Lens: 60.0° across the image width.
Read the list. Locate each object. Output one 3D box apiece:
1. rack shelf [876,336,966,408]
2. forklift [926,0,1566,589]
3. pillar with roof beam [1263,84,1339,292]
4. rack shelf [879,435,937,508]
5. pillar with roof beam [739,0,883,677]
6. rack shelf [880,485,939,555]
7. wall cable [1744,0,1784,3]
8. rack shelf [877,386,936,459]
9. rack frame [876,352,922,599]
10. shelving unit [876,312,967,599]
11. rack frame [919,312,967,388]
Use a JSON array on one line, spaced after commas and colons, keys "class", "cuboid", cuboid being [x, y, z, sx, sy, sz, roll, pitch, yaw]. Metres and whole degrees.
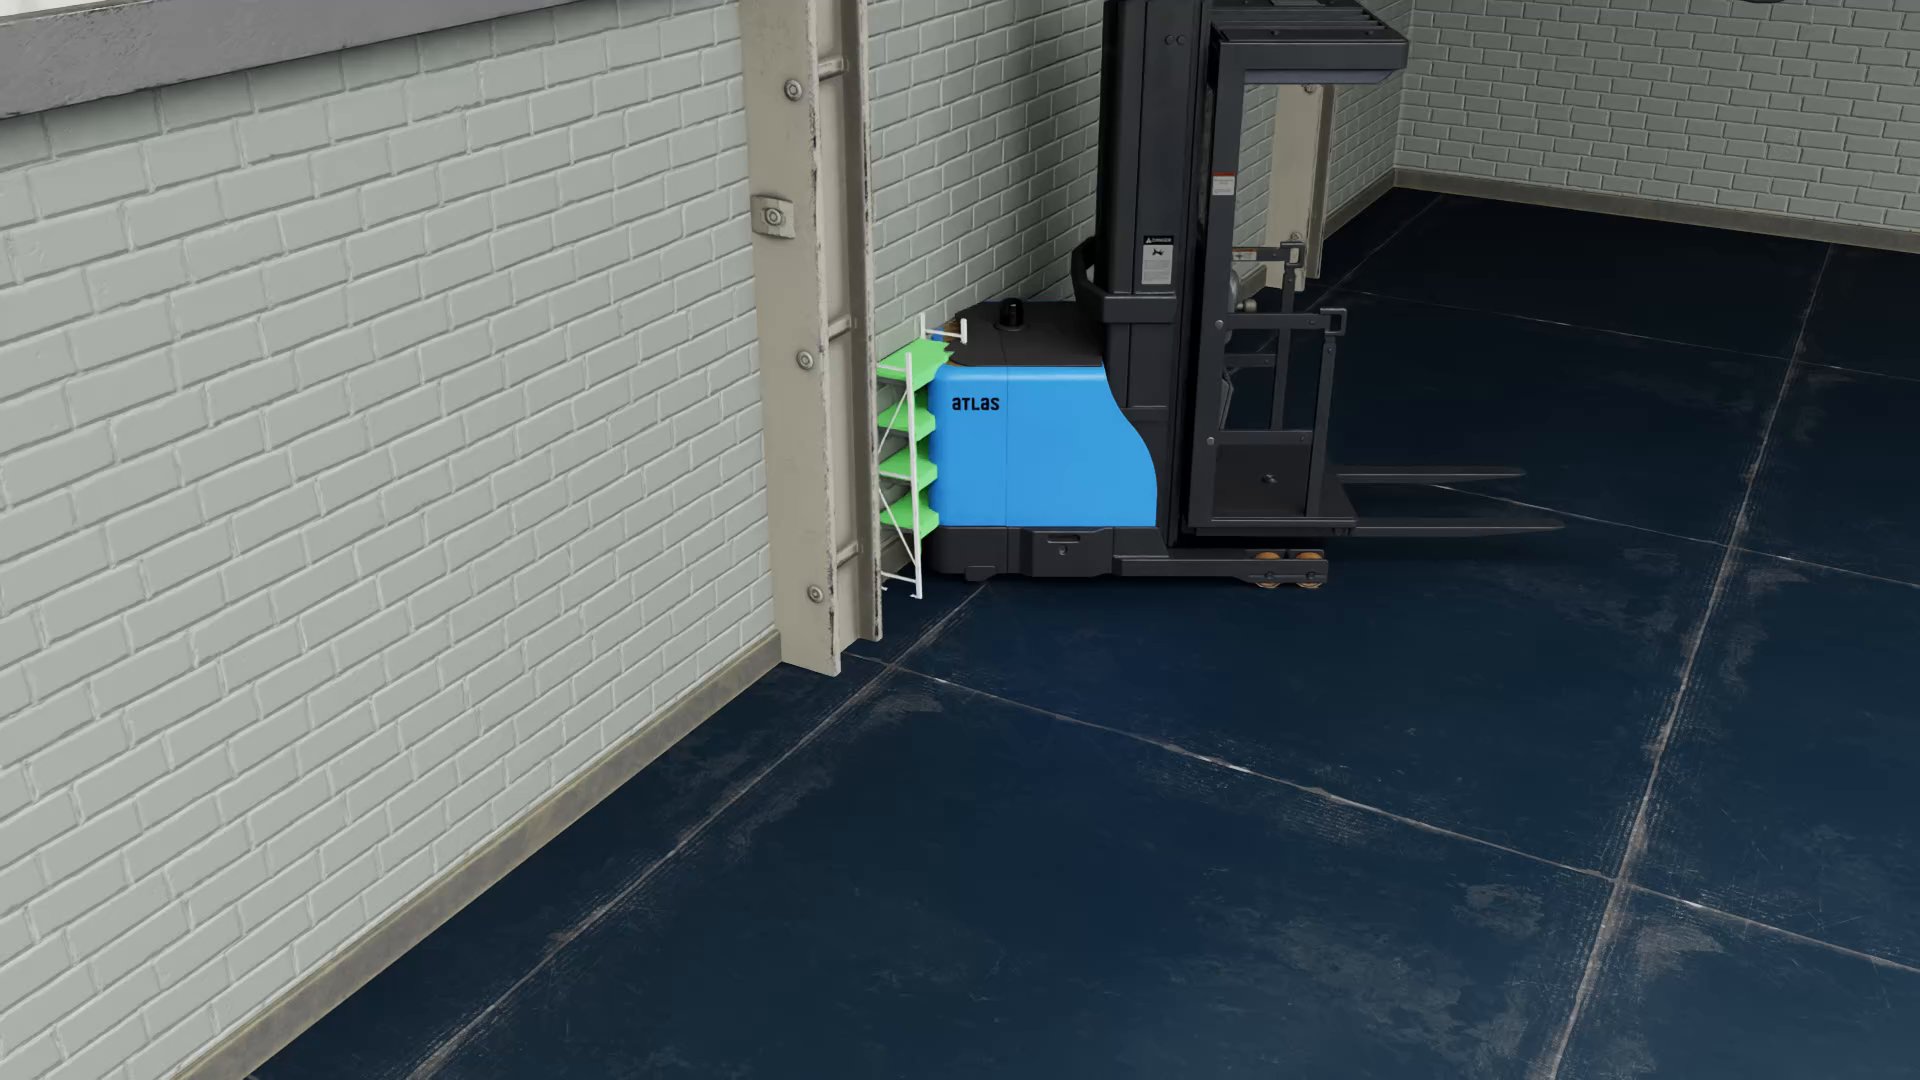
[{"class": "rack shelf", "cuboid": [-0.193, -0.760, 7.478, 0.258, 0.148, 0.480, 13, 30, 27]}, {"class": "forklift", "cuboid": [1.357, -1.323, 7.619, 3.031, 2.935, 1.130, 0, 27, 0]}, {"class": "pillar with roof beam", "cuboid": [6.128, -4.942, 8.070, 9.100, 9.000, 0.400, 14, 30, 26]}, {"class": "rack shelf", "cuboid": [-0.179, -0.330, 7.690, 0.258, 0.148, 0.480, 13, 30, 27]}, {"class": "pillar with roof beam", "cuboid": [3.176, -2.604, 3.398, 9.100, 9.000, 0.400, 14, 30, 26]}, {"class": "rack shelf", "cuboid": [-0.172, -0.115, 7.797, 0.258, 0.148, 0.480, 13, 30, 27]}, {"class": "wall cable", "cuboid": [4.980, -5.358, 12.370, 3.097, 2.526, 0.112, 14, 30, 26]}, {"class": "rack shelf", "cuboid": [-0.186, -0.545, 7.584, 0.258, 0.148, 0.480, 13, 30, 27]}, {"class": "rack frame", "cuboid": [-0.301, -0.290, 7.473, 0.240, 1.200, 0.015, 13, 30, 27]}, {"class": "shelving unit", "cuboid": [-0.181, -0.387, 7.662, 0.258, 1.200, 0.503, 13, 30, 27]}, {"class": "rack frame", "cuboid": [-0.061, -0.485, 7.851, 0.240, 1.200, 0.015, 13, 30, 27]}]
